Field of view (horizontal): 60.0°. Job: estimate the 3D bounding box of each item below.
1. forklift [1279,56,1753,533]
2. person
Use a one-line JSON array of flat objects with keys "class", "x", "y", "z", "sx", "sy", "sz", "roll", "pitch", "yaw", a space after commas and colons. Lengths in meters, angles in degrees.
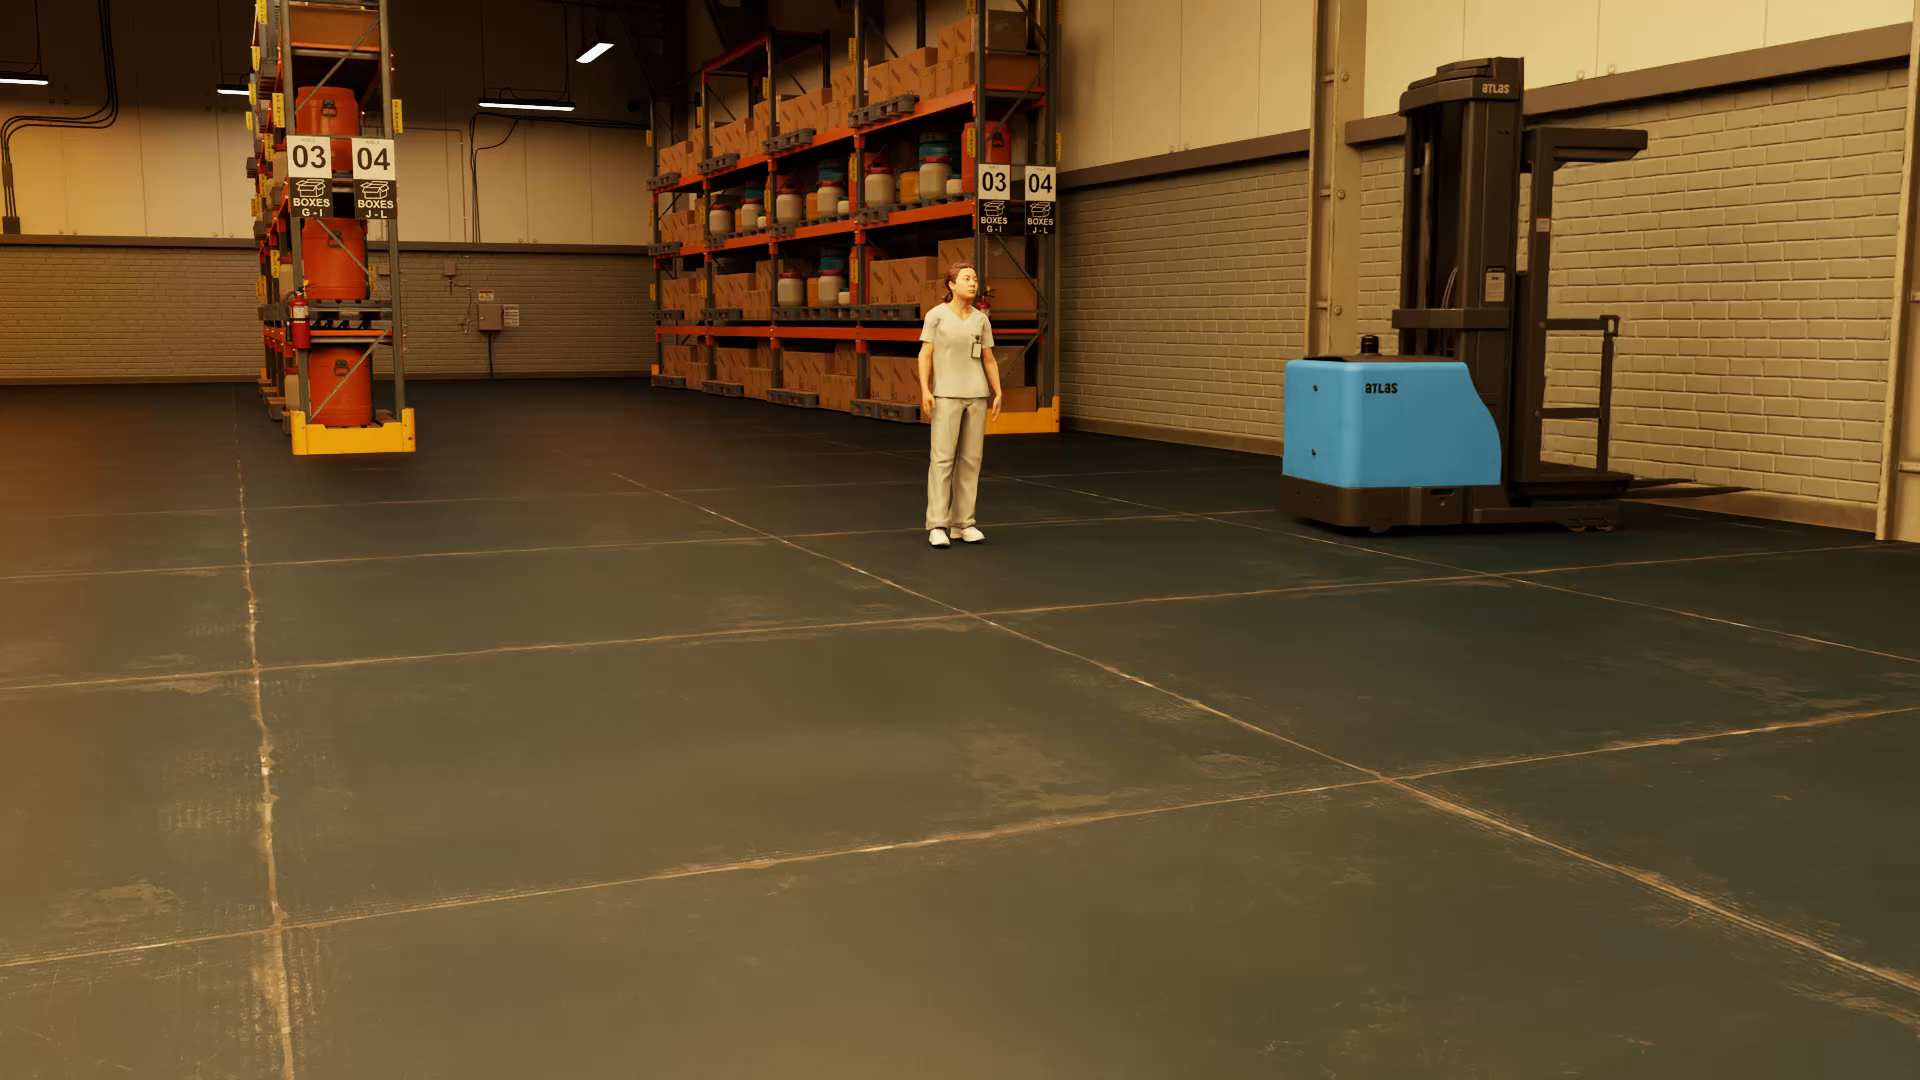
[{"class": "forklift", "x": 3.710, "y": -1.569, "z": 10.843, "sx": 3.031, "sy": 2.935, "sz": 1.130, "roll": -2, "pitch": 8, "yaw": -13}, {"class": "person", "x": 0.017, "y": -0.828, "z": 9.971, "sx": 0.549, "sy": 1.675, "sz": 0.549, "roll": -3, "pitch": 8, "yaw": -23}]
